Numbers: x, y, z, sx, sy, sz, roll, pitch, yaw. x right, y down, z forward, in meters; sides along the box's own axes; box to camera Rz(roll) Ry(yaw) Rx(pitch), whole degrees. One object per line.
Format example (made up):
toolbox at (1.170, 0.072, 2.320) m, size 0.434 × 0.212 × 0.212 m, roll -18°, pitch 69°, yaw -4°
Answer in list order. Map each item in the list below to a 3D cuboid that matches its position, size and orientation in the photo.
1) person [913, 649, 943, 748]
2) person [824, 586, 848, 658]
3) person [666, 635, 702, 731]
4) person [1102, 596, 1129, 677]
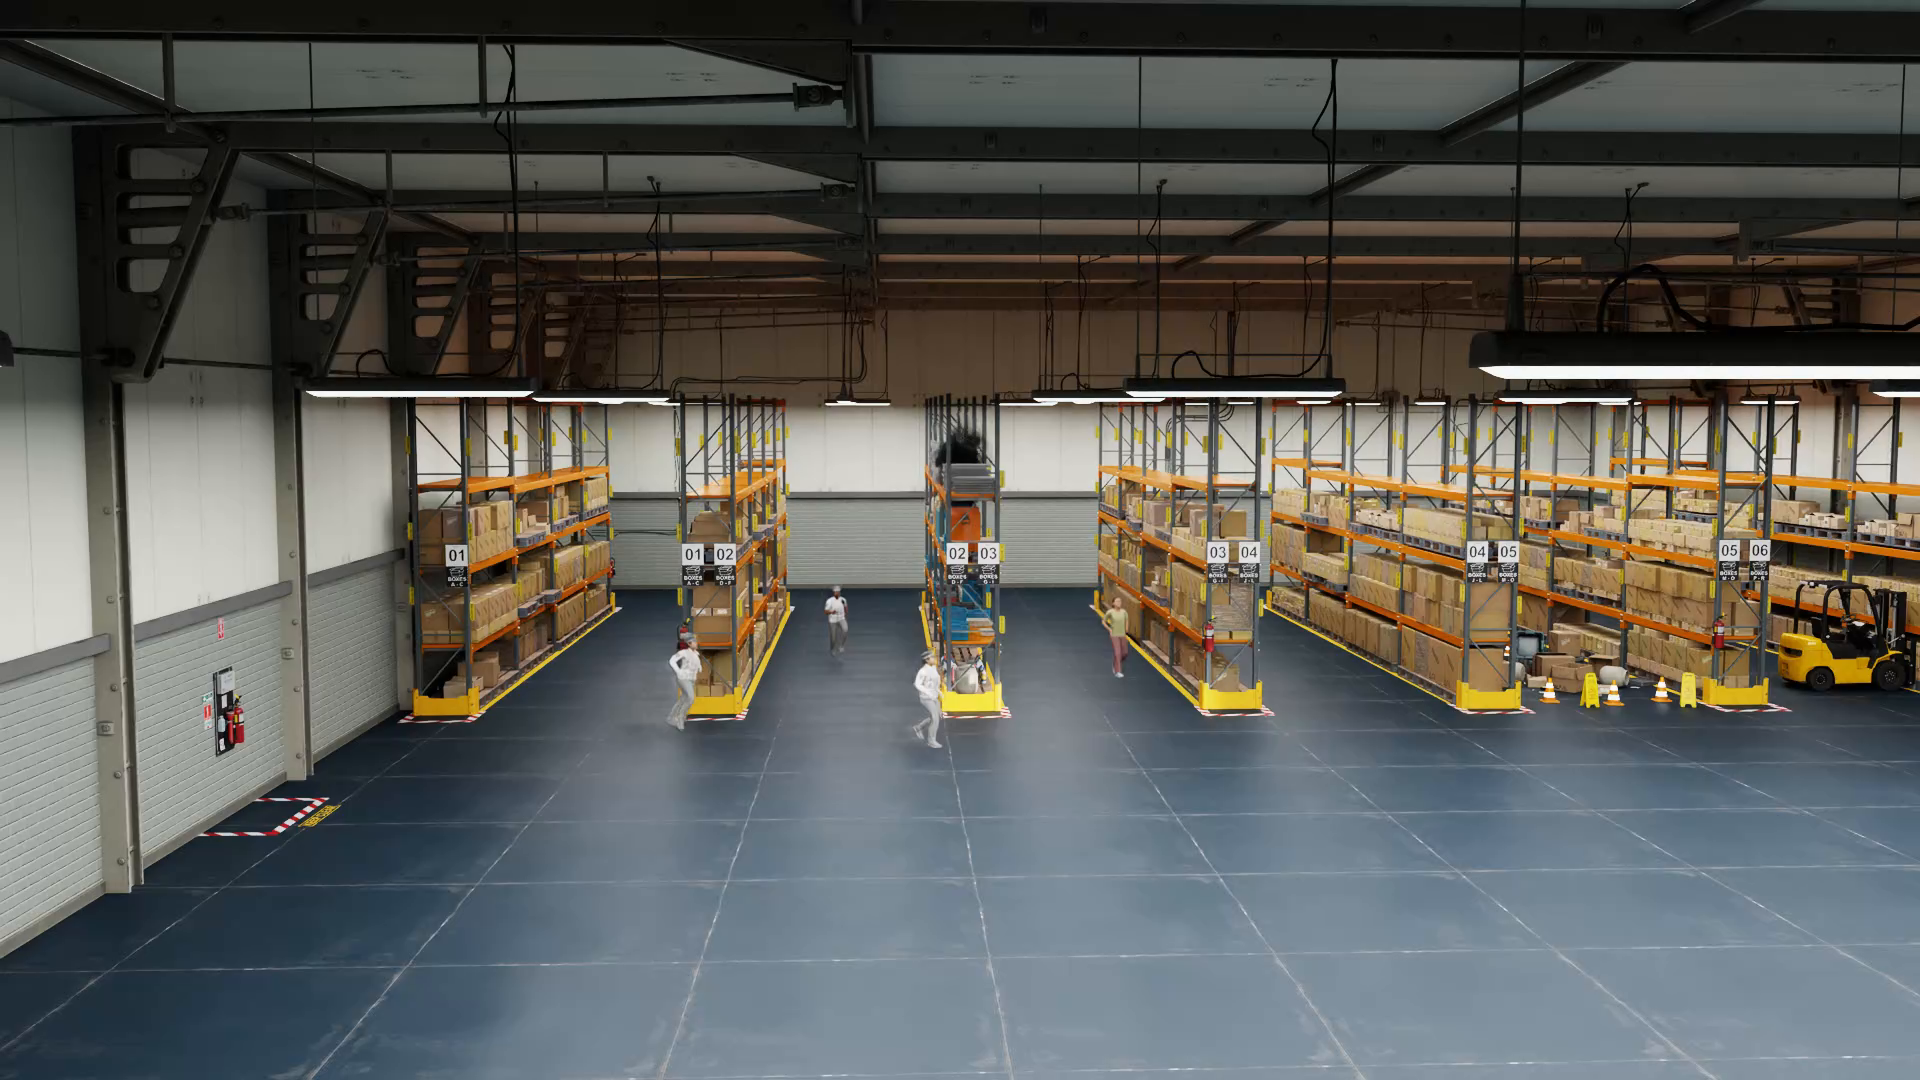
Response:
person at (-0.571, 2.674, 28.128) m, size 0.587 × 1.673 × 0.628 m, roll 2°, pitch 5°, yaw 26°
person at (-2.786, 1.862, 37.630) m, size 0.575 × 1.676 × 0.910 m, roll -1°, pitch 5°, yaw -13°
person at (-4.920, 2.545, 29.864) m, size 0.658 × 1.699 × 0.655 m, roll 2°, pitch 5°, yaw 27°
person at (3.180, 1.951, 33.728) m, size 0.581 × 1.633 × 0.587 m, roll -1°, pitch 5°, yaw -17°
